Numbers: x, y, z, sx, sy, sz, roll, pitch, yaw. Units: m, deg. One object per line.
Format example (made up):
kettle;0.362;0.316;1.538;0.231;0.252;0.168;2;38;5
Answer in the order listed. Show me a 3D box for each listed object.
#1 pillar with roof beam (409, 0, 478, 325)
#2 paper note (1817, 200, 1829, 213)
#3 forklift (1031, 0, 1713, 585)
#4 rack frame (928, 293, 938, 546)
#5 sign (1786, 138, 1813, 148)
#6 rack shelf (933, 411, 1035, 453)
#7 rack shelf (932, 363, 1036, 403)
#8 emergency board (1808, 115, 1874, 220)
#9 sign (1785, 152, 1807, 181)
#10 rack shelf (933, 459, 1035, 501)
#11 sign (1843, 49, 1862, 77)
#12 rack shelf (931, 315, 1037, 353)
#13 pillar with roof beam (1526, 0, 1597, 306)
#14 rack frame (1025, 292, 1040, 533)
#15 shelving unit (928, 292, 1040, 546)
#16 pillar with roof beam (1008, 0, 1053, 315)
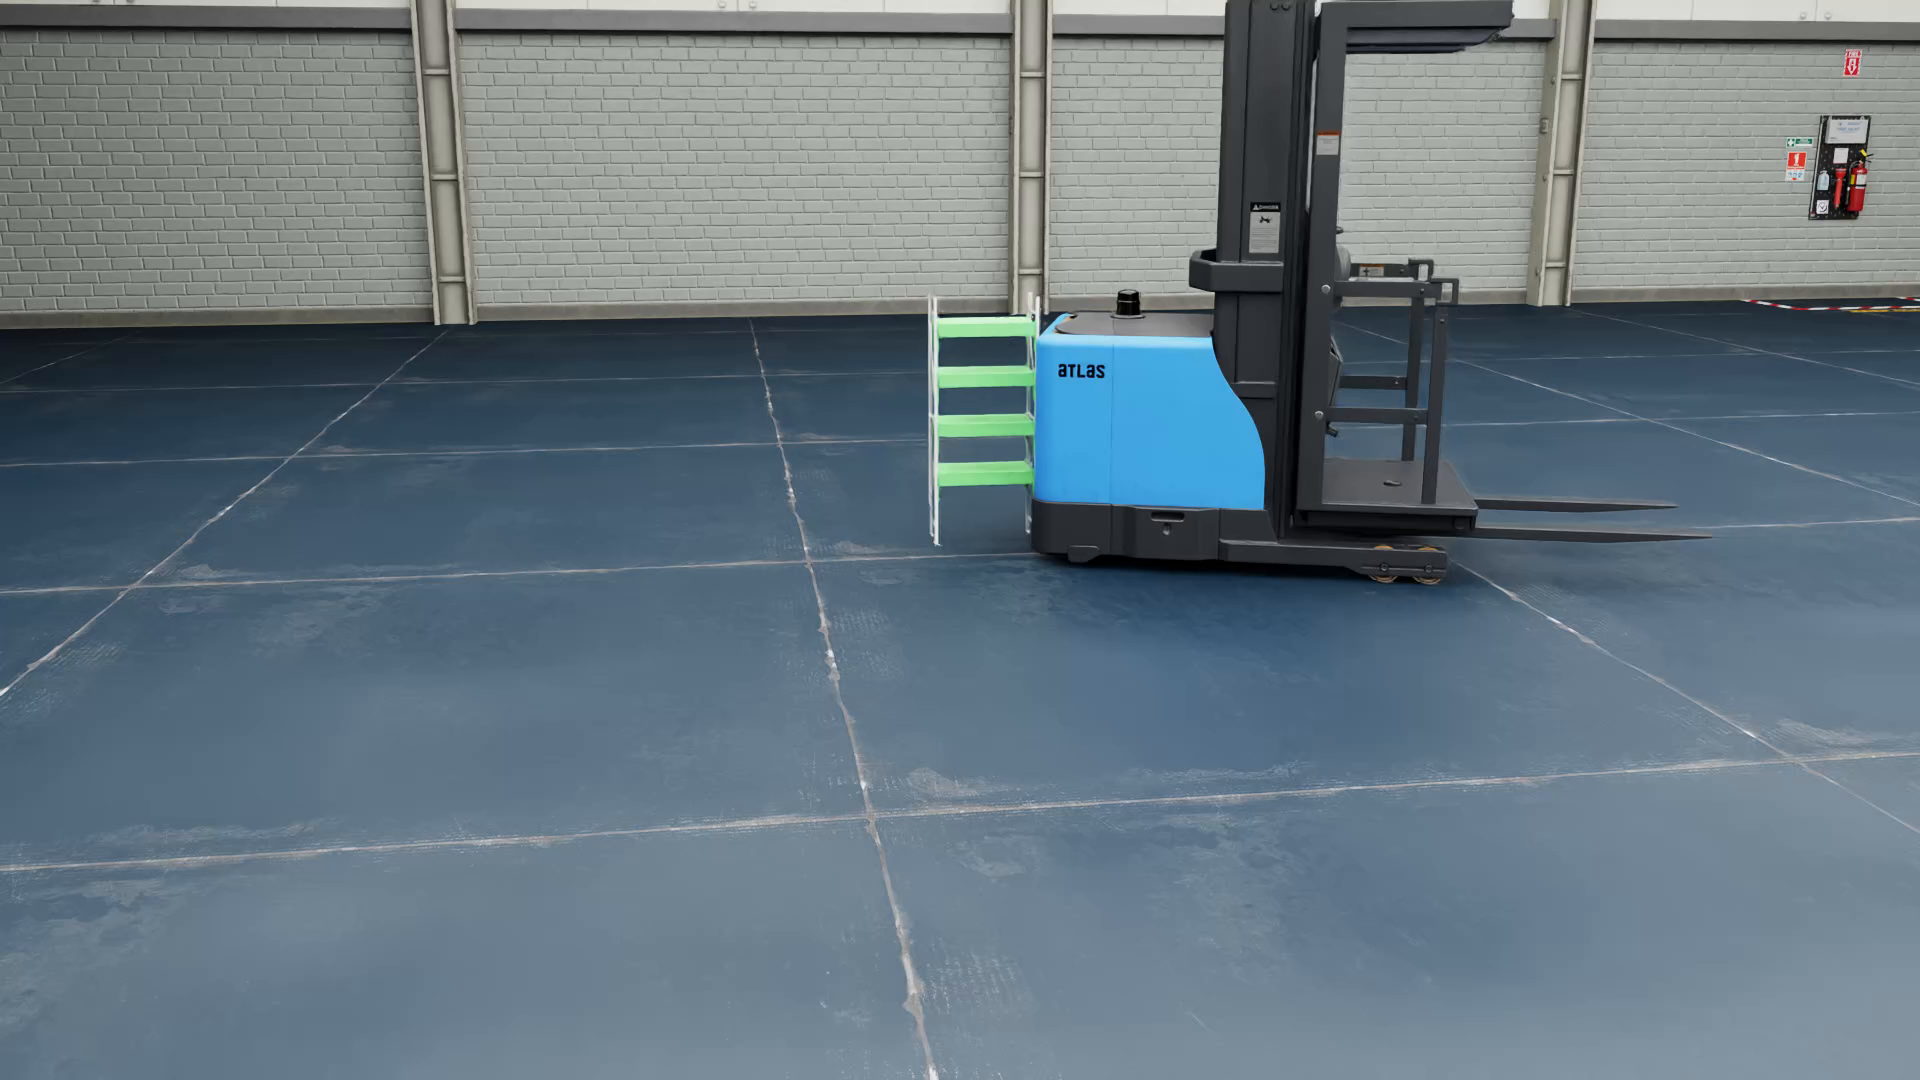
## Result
pillar with roof beam;-4.553;-5.569;11.927;0.400;9.000;9.100;-2;14;-8
paper note;9.970;-3.849;19.215;0.142;0.148;0.016;-2;14;-8
forklift;1.898;-1.361;7.625;3.031;2.935;1.130;2;14;9
rack frame;-0.130;-0.583;8.081;0.015;1.200;0.240;-2;14;-7
sign;9.599;-4.543;19.009;0.331;0.109;0.001;-2;14;-8
rack shelf;0.112;-0.529;8.128;0.480;0.148;0.258;-2;14;-7
rack shelf;0.112;-0.762;8.069;0.480;0.148;0.258;-2;14;-7
emergency board;10.155;-4.266;19.067;0.643;1.169;0.194;-2;14;-8
sign;9.593;-4.288;19.081;0.234;0.329;0.001;-2;14;-8
rack shelf;0.112;-0.296;8.186;0.480;0.148;0.258;-2;14;-7
sign;10.133;-5.414;18.879;0.199;0.298;0.001;-2;14;-8
rack shelf;0.112;-0.995;8.011;0.480;0.148;0.258;-2;14;-7
pillar with roof beam;7.313;-6.004;13.661;0.400;9.000;9.100;-2;14;-8
rack frame;0.354;-0.599;8.144;0.015;1.200;0.240;-2;14;-7
shelving unit;0.112;-0.591;8.112;0.503;1.200;0.258;-2;14;-7
pillar with roof beam;1.380;-5.786;12.794;0.400;9.000;9.100;-2;14;-8
